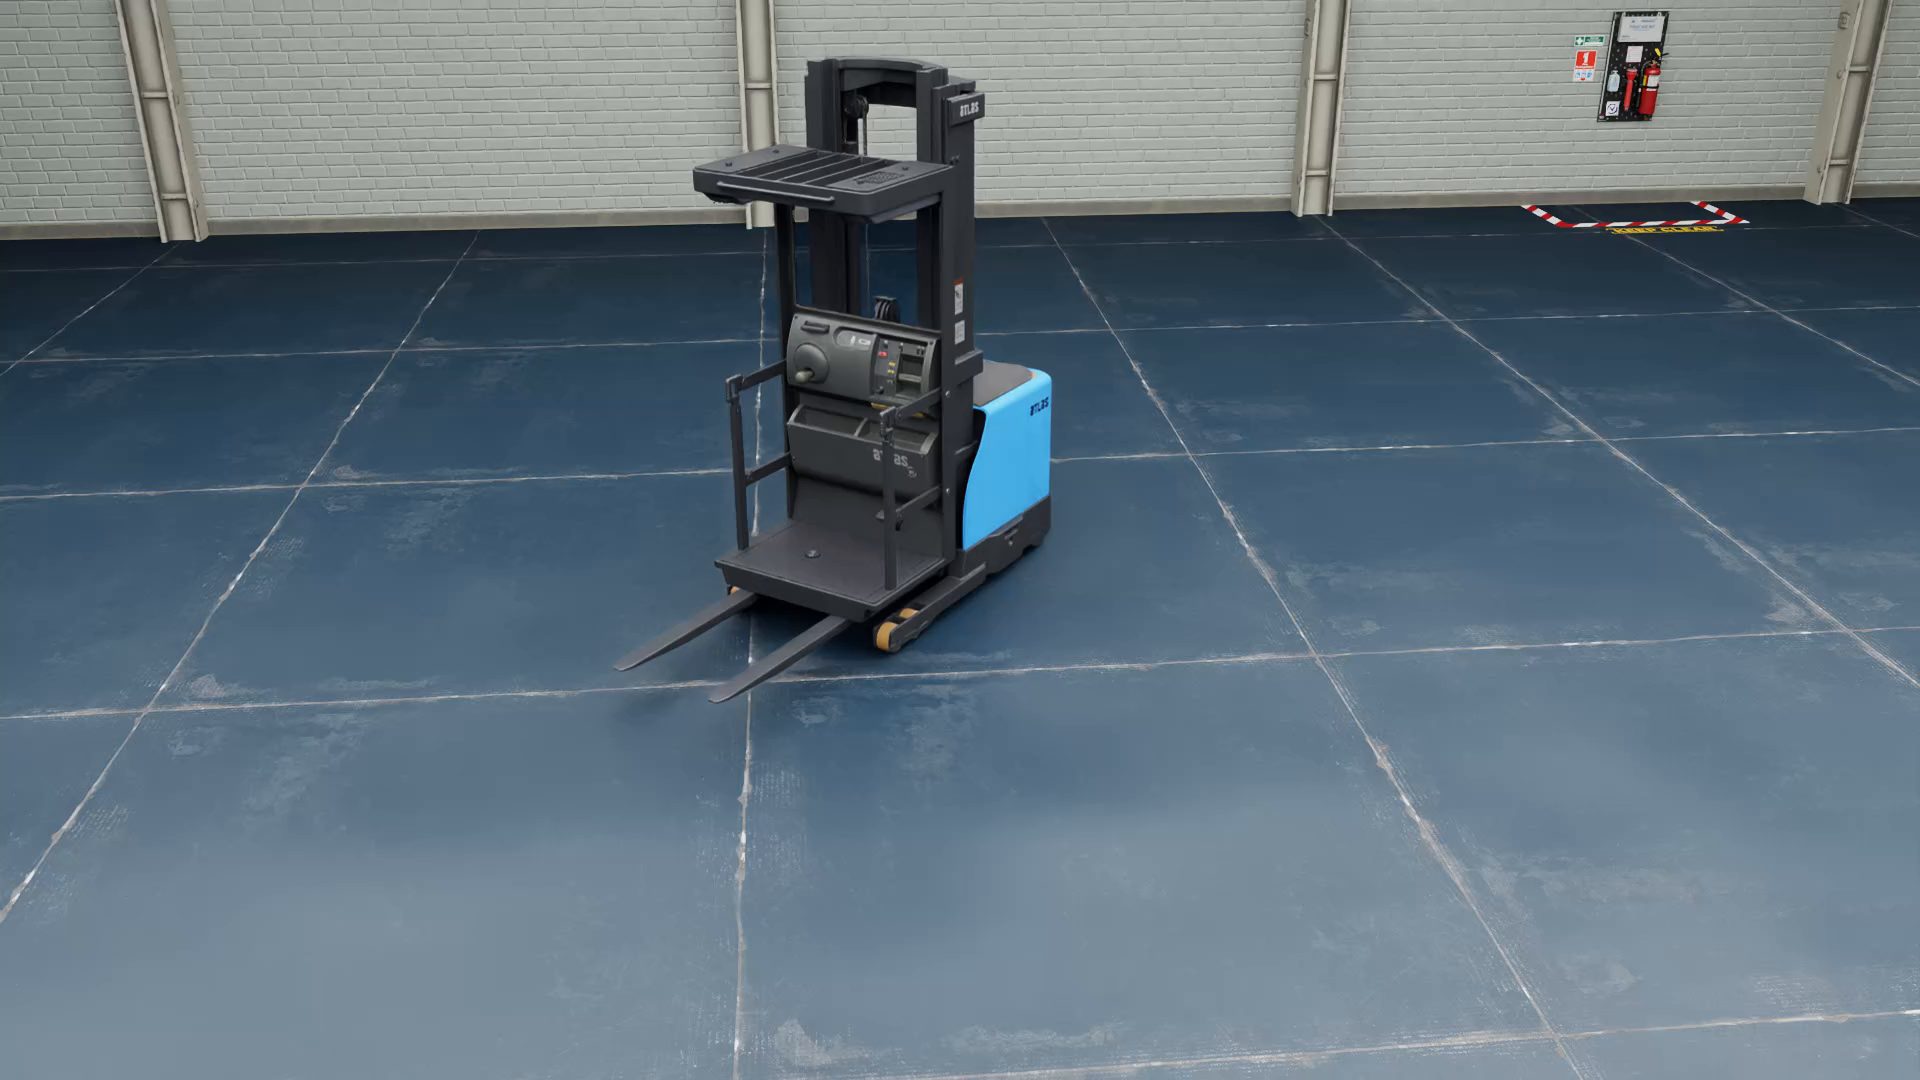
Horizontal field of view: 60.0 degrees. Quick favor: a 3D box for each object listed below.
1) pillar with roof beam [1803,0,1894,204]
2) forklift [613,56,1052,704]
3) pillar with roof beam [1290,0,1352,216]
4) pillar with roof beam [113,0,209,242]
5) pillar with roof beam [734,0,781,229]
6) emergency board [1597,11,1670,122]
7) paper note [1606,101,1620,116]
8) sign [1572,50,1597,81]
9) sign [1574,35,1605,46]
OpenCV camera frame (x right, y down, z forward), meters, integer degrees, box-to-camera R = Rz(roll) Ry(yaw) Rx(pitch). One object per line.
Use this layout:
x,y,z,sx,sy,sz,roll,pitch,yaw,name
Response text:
10.275,-6.230,13.188,0.400,9.000,9.100,-2,24,-5,pillar with roof beam
-0.647,-0.950,8.779,1.130,2.935,3.031,14,28,29,forklift
4.304,-5.991,12.649,0.400,9.000,9.100,-2,24,-5,pillar with roof beam
-7.637,-5.512,11.571,0.400,9.000,9.100,-2,24,-5,pillar with roof beam
-1.666,-5.751,12.110,0.400,9.000,9.100,-2,24,-5,pillar with roof beam
7.389,-5.146,18.134,0.643,1.169,0.194,-2,24,-5,emergency board
7.206,-4.764,18.360,0.142,0.148,0.016,-2,24,-5,paper note
6.829,-5.182,18.171,0.234,0.329,0.001,-2,24,-5,sign
6.834,-5.420,18.056,0.331,0.109,0.001,-2,24,-5,sign
